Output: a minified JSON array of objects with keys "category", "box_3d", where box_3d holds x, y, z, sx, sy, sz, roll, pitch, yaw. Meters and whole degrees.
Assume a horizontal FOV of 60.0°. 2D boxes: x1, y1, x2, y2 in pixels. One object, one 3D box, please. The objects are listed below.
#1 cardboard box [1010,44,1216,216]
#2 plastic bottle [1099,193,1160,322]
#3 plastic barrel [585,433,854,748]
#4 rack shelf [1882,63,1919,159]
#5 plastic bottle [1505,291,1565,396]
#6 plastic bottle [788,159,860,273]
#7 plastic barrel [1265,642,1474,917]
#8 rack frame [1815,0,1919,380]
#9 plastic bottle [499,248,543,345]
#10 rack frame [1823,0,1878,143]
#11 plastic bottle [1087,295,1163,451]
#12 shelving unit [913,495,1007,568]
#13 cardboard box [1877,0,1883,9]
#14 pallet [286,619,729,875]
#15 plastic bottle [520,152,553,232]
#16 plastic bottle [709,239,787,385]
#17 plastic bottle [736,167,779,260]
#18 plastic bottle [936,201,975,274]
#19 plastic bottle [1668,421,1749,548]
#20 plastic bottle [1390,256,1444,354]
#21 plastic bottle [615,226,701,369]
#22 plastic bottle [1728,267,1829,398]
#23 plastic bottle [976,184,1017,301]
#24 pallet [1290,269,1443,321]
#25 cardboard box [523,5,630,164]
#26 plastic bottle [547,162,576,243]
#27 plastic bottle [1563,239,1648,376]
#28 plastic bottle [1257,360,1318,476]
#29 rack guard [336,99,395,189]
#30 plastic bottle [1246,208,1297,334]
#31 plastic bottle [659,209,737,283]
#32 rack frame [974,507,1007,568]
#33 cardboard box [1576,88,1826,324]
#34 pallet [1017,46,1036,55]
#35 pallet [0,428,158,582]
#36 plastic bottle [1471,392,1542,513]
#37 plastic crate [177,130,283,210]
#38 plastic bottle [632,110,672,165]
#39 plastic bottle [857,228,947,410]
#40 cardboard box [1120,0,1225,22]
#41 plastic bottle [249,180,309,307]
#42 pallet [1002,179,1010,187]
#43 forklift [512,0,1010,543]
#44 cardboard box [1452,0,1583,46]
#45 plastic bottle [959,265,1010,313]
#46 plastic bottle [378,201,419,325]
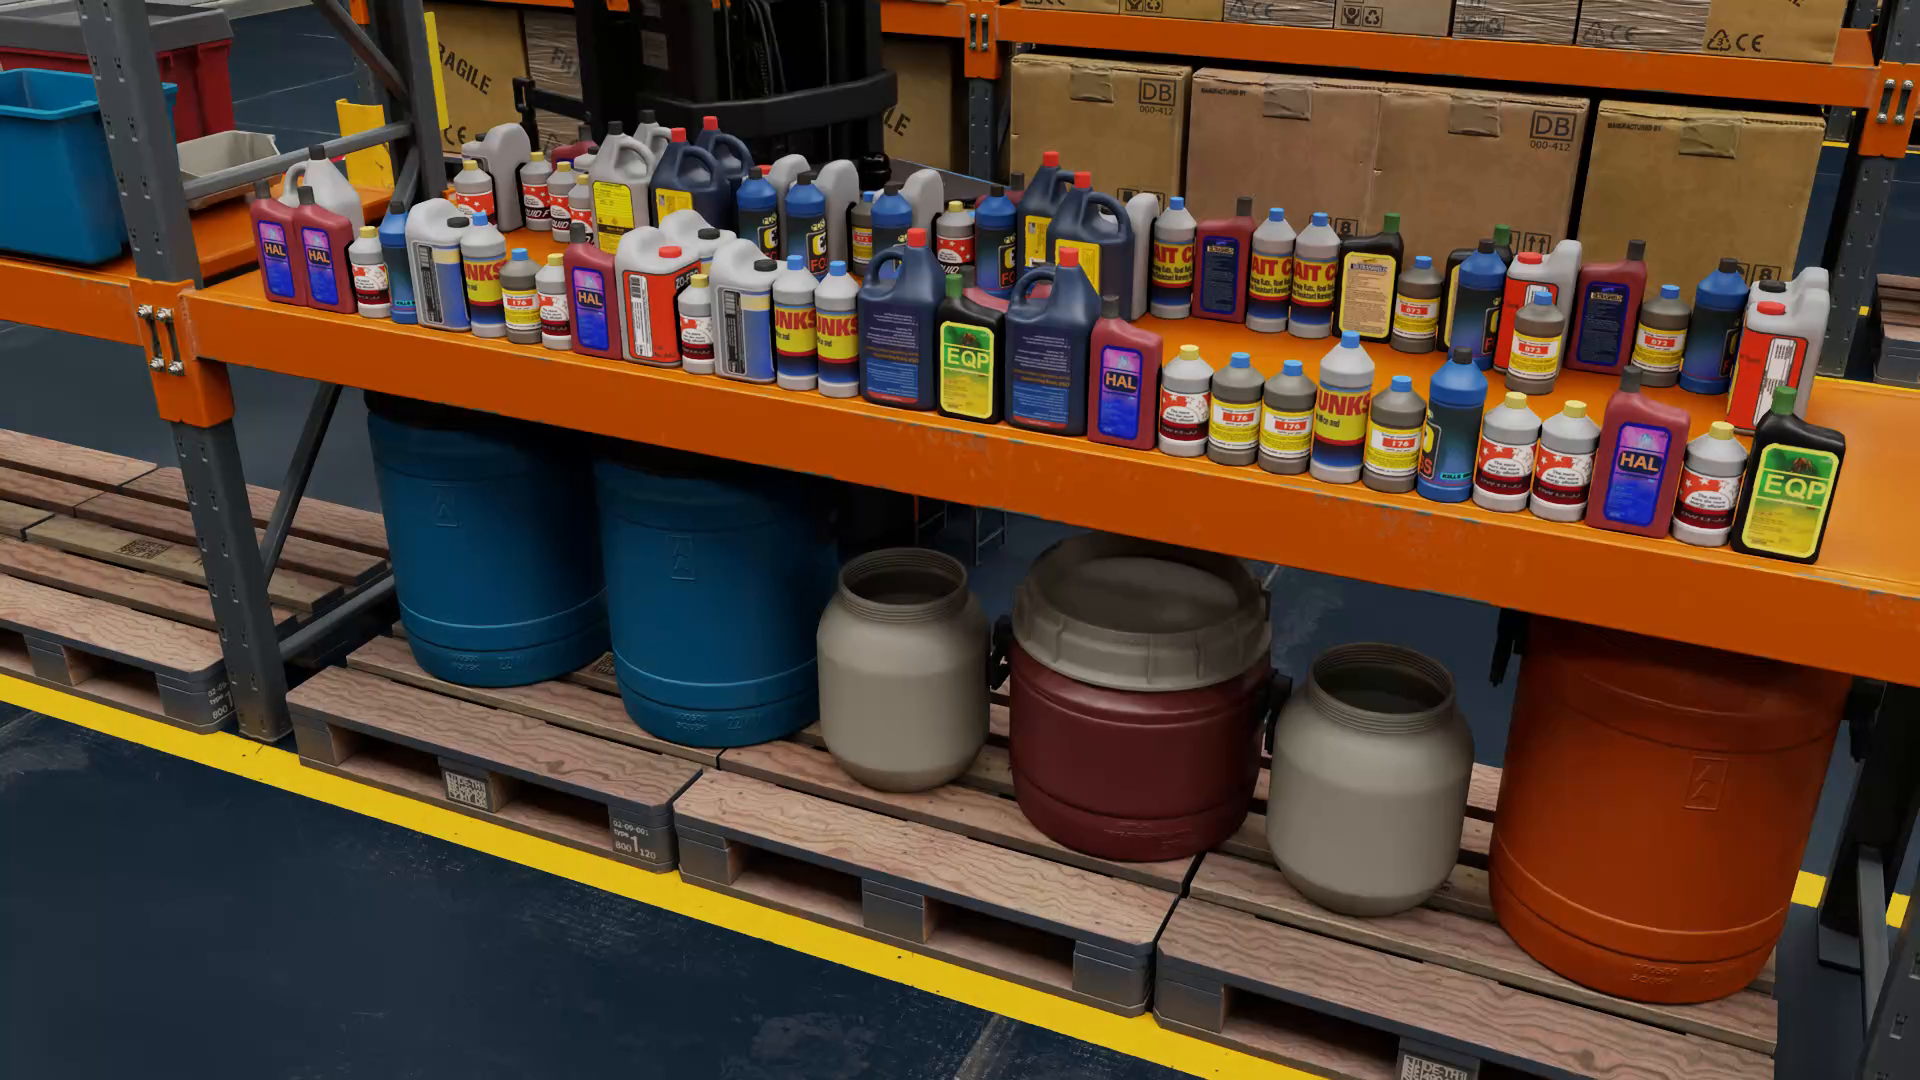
[{"category":"cardboard box","box_3d":[0.896,-2.106,8.561,0.875,0.875,1.225,11,28,22]},{"category":"plastic bottle","box_3d":[0.374,-0.664,3.842,0.135,0.276,0.152,11,28,22]},{"category":"plastic barrel","box_3d":[-0.612,0.001,4.252,0.708,0.901,0.600,11,28,22]},{"category":"rack shelf","box_3d":[5.767,-1.560,6.336,4.000,0.370,1.077,11,28,22]},{"category":"plastic bottle","box_3d":[1.181,-0.407,3.407,0.097,0.201,0.097,0,26,0]},{"category":"plastic bottle","box_3d":[-0.338,-0.807,4.133,0.135,0.276,0.152,11,28,22]},{"category":"plastic barrel","box_3d":[0.893,0.521,3.636,0.421,0.512,0.421,0,26,0]},{"category":"rack frame","box_3d":[3.947,-2.248,6.920,0.127,3.000,1.000,11,28,22]},{"category":"plastic bottle","box_3d":[-0.965,-0.544,3.684,0.097,0.201,0.097,0,26,0]},{"category":"rack frame","box_3d":[6.092,-4.224,10.933,0.127,3.000,1.000,11,28,22]},{"category":"plastic bottle","box_3d":[0.311,-0.316,3.127,0.133,0.283,0.061,11,28,22]},{"category":"shelving unit","box_3d":[0.000,-0.445,5.465,0.252,1.050,0.215,16,30,29]},{"category":"cardboard box","box_3d":[8.559,-5.135,15.283,0.625,0.372,0.950,9,28,18]},{"category":"pallet","box_3d":[-1.059,0.421,4.656,1.213,0.211,1.003,11,28,22]},{"category":"plastic bottle","box_3d":[-1.135,-0.946,4.501,0.097,0.201,0.097,0,26,0]},{"category":"plastic bottle","box_3d":[-0.427,-0.483,3.475,0.135,0.276,0.152,11,28,22]},{"category":"plastic bottle","box_3d":[-0.495,-0.775,4.075,0.097,0.271,0.097,0,26,0]},{"category":"plastic bottle","box_3d":[-0.010,-0.720,4.042,0.097,0.201,0.097,0,26,0]},{"category":"plastic bottle","box_3d":[1.254,-0.098,2.779,0.097,0.201,0.097,0,26,0]},{"category":"plastic bottle","box_3d":[1.000,-0.518,3.630,0.097,0.201,0.097,0,26,0]},{"category":"plastic bottle","box_3d":[-0.638,-0.525,3.561,0.135,0.276,0.152,11,28,22]},{"category":"plastic bottle","box_3d":[1.636,-0.410,3.327,0.135,0.276,0.152,11,28,22]},{"category":"plastic bottle","box_3d":[0.086,-0.703,3.928,0.097,0.271,0.097,0,26,0]},{"category":"pallet","box_3d":[2.154,-1.395,8.345,1.213,0.211,1.003,11,28,22]},{"category":"cardboard box","box_3d":[-1.892,-2.695,9.757,0.875,0.875,0.875,11,28,22]},{"category":"plastic bottle","box_3d":[-1.039,-0.898,4.402,0.097,0.201,0.097,0,26,0]},{"category":"plastic bottle","box_3d":[1.356,-0.492,3.485,0.133,0.283,0.061,11,28,22]},{"category":"plastic bottle","box_3d":[0.601,-0.229,3.045,0.097,0.201,0.097,0,26,0]},{"category":"rack guard","box_3d":[-3.357,-2.594,10.452,0.348,0.500,1.175,11,28,22]},{"category":"plastic bottle","box_3d":[0.701,-0.609,3.737,0.097,0.271,0.097,0,26,0]},{"category":"plastic bottle","box_3d":[-0.575,-0.586,3.685,0.135,0.276,0.152,11,28,22]},{"category":"rack frame","box_3d":[0.103,-0.416,5.406,0.008,1.050,0.200,16,30,29]},{"category":"cardboard box","box_3d":[3.327,-1.618,7.570,0.875,0.875,1.225,10,28,19]},{"category":"pallet","box_3d":[0.710,-4.035,13.707,1.213,0.211,1.003,11,28,22]},{"category":"pallet","box_3d":[-3.545,-0.078,5.670,1.213,0.211,1.003,11,28,22]},{"category":"plastic bottle","box_3d":[0.956,-0.158,2.900,0.097,0.201,0.097,0,26,0]},{"category":"plastic crate","box_3d":[-2.109,-1.039,4.695,0.243,0.136,0.396,11,28,22]},{"category":"plastic bottle","box_3d":[-0.772,-0.929,4.297,0.185,0.351,0.144,11,28,22]},{"category":"plastic bottle","box_3d":[-0.106,-0.450,3.324,0.185,0.351,0.144,11,28,22]},{"category":"cardboard box","box_3d":[1.079,-2.748,7.823,0.500,0.500,0.500,11,28,22]},{"category":"plastic bottle","box_3d":[-1.587,-0.697,3.902,0.133,0.283,0.061,11,28,22]},{"category":"pallet","box_3d":[-0.354,-1.899,9.368,1.213,0.211,1.003,11,28,22]},{"category":"forklift","box_3d":[-1.066,-1.860,6.210,1.130,2.935,3.031,-23,34,-39]},{"category":"cardboard box","box_3d":[2.470,-2.471,7.259,0.500,0.500,0.500,10,28,20]},{"category":"plastic bottle","box_3d":[0.047,-0.398,3.295,0.133,0.283,0.061,11,28,22]},{"category":"plastic bottle","box_3d":[-1.265,-0.636,3.791,0.097,0.271,0.097,0,26,0]}]
